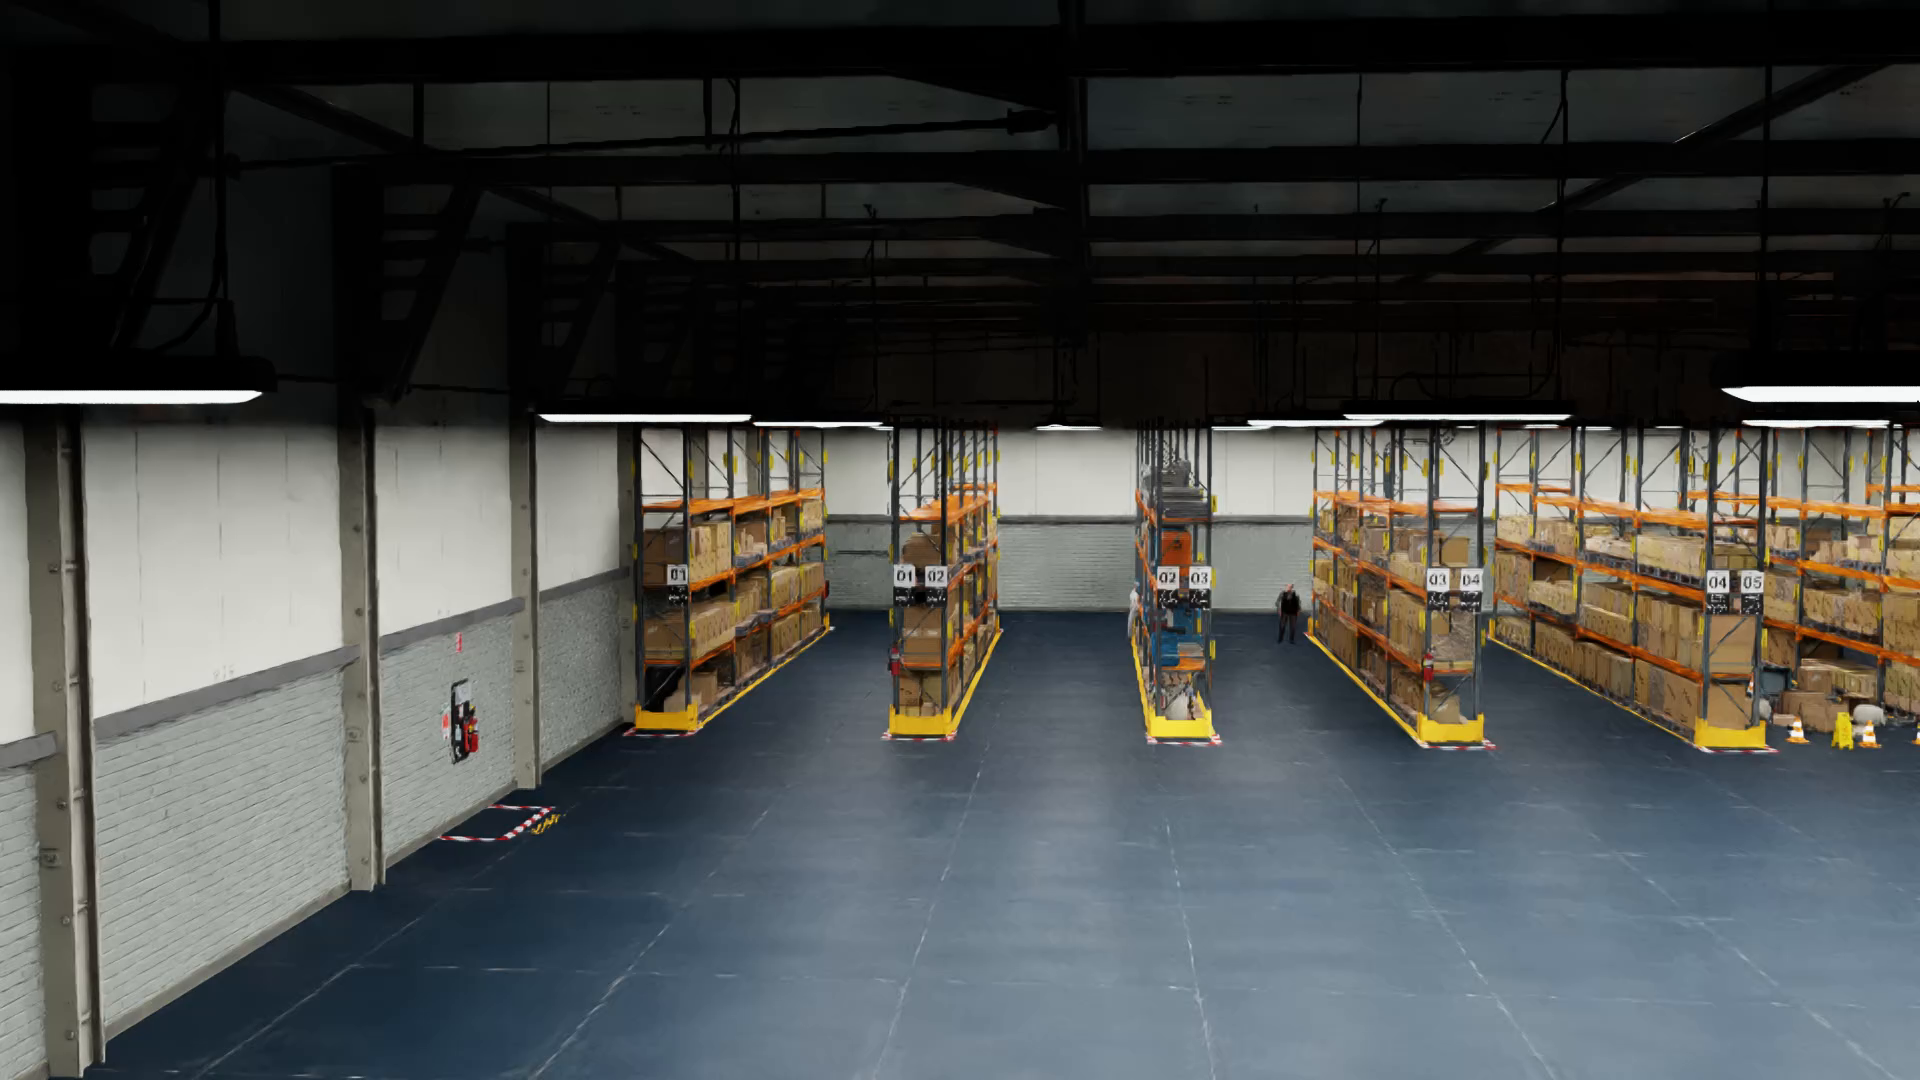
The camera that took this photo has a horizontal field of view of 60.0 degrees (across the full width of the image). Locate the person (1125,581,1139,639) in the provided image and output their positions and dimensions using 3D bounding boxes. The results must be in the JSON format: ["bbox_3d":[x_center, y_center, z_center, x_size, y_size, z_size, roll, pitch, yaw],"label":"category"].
[{"bbox_3d":[4.932,1.922,45.872,0.538,1.609,0.954,2,4,26],"label":"person"}]

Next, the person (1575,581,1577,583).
[{"bbox_3d":[16.796,1.841,45.436,0.398,1.793,0.659,-1,4,-16],"label":"person"}]

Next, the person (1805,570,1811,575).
[{"bbox_3d":[24.864,1.712,48.650,0.456,1.653,0.612,-2,4,-27],"label":"person"}]

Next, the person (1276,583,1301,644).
[{"bbox_3d":[8.851,1.969,44.819,0.677,1.674,0.534,0,4,3],"label":"person"}]
